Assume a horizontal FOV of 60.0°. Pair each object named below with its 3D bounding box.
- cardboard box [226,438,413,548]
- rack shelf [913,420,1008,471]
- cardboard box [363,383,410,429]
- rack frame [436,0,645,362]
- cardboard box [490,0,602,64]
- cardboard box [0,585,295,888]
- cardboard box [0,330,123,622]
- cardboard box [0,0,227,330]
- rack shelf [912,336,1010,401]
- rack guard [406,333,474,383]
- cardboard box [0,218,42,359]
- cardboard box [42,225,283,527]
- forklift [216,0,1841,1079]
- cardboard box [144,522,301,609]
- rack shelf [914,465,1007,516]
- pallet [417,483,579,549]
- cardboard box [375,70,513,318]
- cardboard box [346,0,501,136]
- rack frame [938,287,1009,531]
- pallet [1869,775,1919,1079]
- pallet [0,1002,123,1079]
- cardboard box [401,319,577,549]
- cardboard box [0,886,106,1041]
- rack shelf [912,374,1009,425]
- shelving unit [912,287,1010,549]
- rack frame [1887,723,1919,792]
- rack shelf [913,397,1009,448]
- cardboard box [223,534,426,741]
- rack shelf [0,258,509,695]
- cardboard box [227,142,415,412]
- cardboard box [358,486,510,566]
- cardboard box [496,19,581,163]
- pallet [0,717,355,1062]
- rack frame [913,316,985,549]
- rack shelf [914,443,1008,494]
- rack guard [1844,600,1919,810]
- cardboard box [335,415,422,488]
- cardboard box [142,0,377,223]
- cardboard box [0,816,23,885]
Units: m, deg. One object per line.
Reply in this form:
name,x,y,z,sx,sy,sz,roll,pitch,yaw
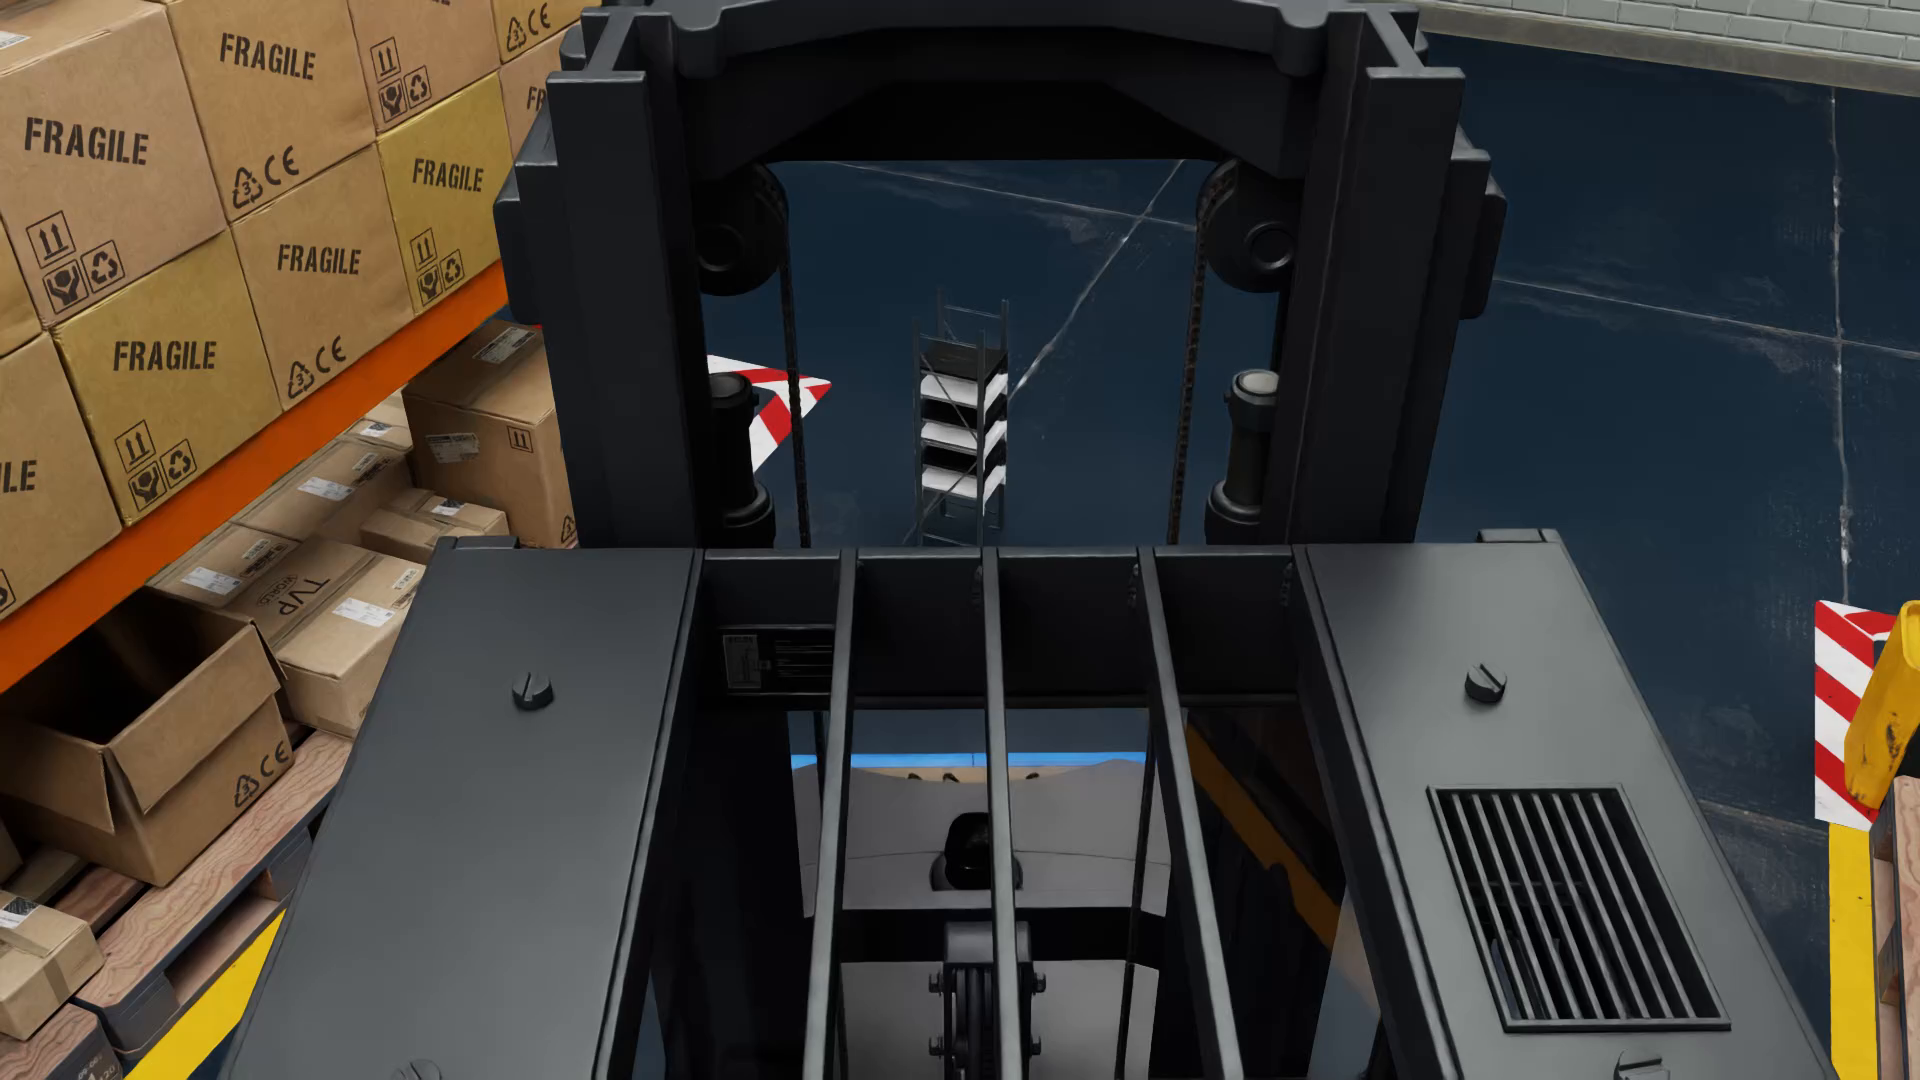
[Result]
cardboard box,-2.100,-0.091,5.296,0.500,0.250,0.500,14,39,18
rack shelf,0.003,-0.338,5.507,0.258,0.077,0.200,14,39,18
cardboard box,-1.917,-0.410,5.807,0.380,0.149,0.250,14,39,18
rack frame,-1.440,-1.529,5.291,1.000,3.000,0.127,14,39,18
cardboard box,-1.355,-1.661,4.548,0.500,0.500,0.500,14,39,17
cardboard box,-2.252,0.468,4.337,0.797,0.503,0.637,14,39,18
cardboard box,-2.132,-0.136,3.342,0.500,0.500,0.500,14,39,18
cardboard box,-1.935,-0.809,3.408,0.500,0.500,0.500,15,39,19
rack shelf,0.003,-0.554,5.345,0.258,0.077,0.200,14,39,18
rack guard,-1.469,-0.486,5.983,1.175,0.500,0.348,14,39,18
cardboard box,-2.131,-0.522,3.025,0.500,0.500,0.500,13,39,16
cardboard box,-1.940,-0.418,3.720,0.500,0.500,0.500,13,39,17
forklift,0.042,0.997,1.968,1.130,2.935,3.031,0,37,-1
cardboard box,-2.290,0.186,4.925,0.500,0.250,0.500,14,39,18
rack shelf,0.003,-0.194,5.614,0.258,0.077,0.200,14,39,18
pallet,-1.771,0.071,5.479,1.003,0.211,1.213,14,39,18
cardboard box,-1.553,-0.971,4.461,0.500,0.500,0.500,14,39,18
cardboard box,-1.547,-1.381,4.173,0.500,0.500,0.500,15,39,19
rack frame,0.042,-0.421,5.562,0.240,0.900,0.006,14,39,18
pallet,2.790,1.166,4.014,1.003,0.211,1.213,14,39,18
pallet,-2.700,1.422,3.671,1.003,0.211,1.213,14,39,18
cardboard box,-1.419,-0.347,5.430,0.500,0.500,0.500,14,39,18
cardboard box,-2.282,0.980,3.933,0.380,0.166,0.250,14,39,18
rack shelf,0.003,-0.482,5.399,0.258,0.077,0.200,14,39,18
shelving unit,0.003,-0.365,5.487,0.258,0.900,0.210,14,39,18
rack frame,3.139,-0.399,3.778,1.000,3.000,0.127,14,39,18
rack shelf,0.003,-0.410,5.453,0.258,0.077,0.200,14,39,18
cardboard box,-1.808,0.272,4.810,0.500,0.250,0.500,14,39,18
rack shelf,-2.201,-0.134,4.025,1.077,0.370,4.000,14,39,18
cardboard box,-1.748,-0.696,4.093,0.500,0.500,0.500,14,39,18
cardboard box,-1.657,-0.010,5.257,0.380,0.166,0.250,14,39,18
cardboard box,-1.359,-1.259,4.846,0.500,0.500,0.500,15,39,19
pallet,-2.237,0.744,4.578,1.003,0.211,1.213,14,39,18
rack frame,-0.036,-0.309,5.411,0.240,0.900,0.006,14,39,18
rack shelf,0.003,-0.266,5.560,0.258,0.077,0.200,14,39,18
rack guard,3.136,0.586,4.548,1.175,0.500,0.348,14,39,18
cardboard box,-2.012,-0.279,5.617,0.380,0.166,0.250,14,39,18
cardboard box,-1.740,-1.093,3.788,0.500,0.500,0.500,15,39,19
cardboard box,-2.722,0.791,4.065,0.500,0.311,0.500,14,39,18
